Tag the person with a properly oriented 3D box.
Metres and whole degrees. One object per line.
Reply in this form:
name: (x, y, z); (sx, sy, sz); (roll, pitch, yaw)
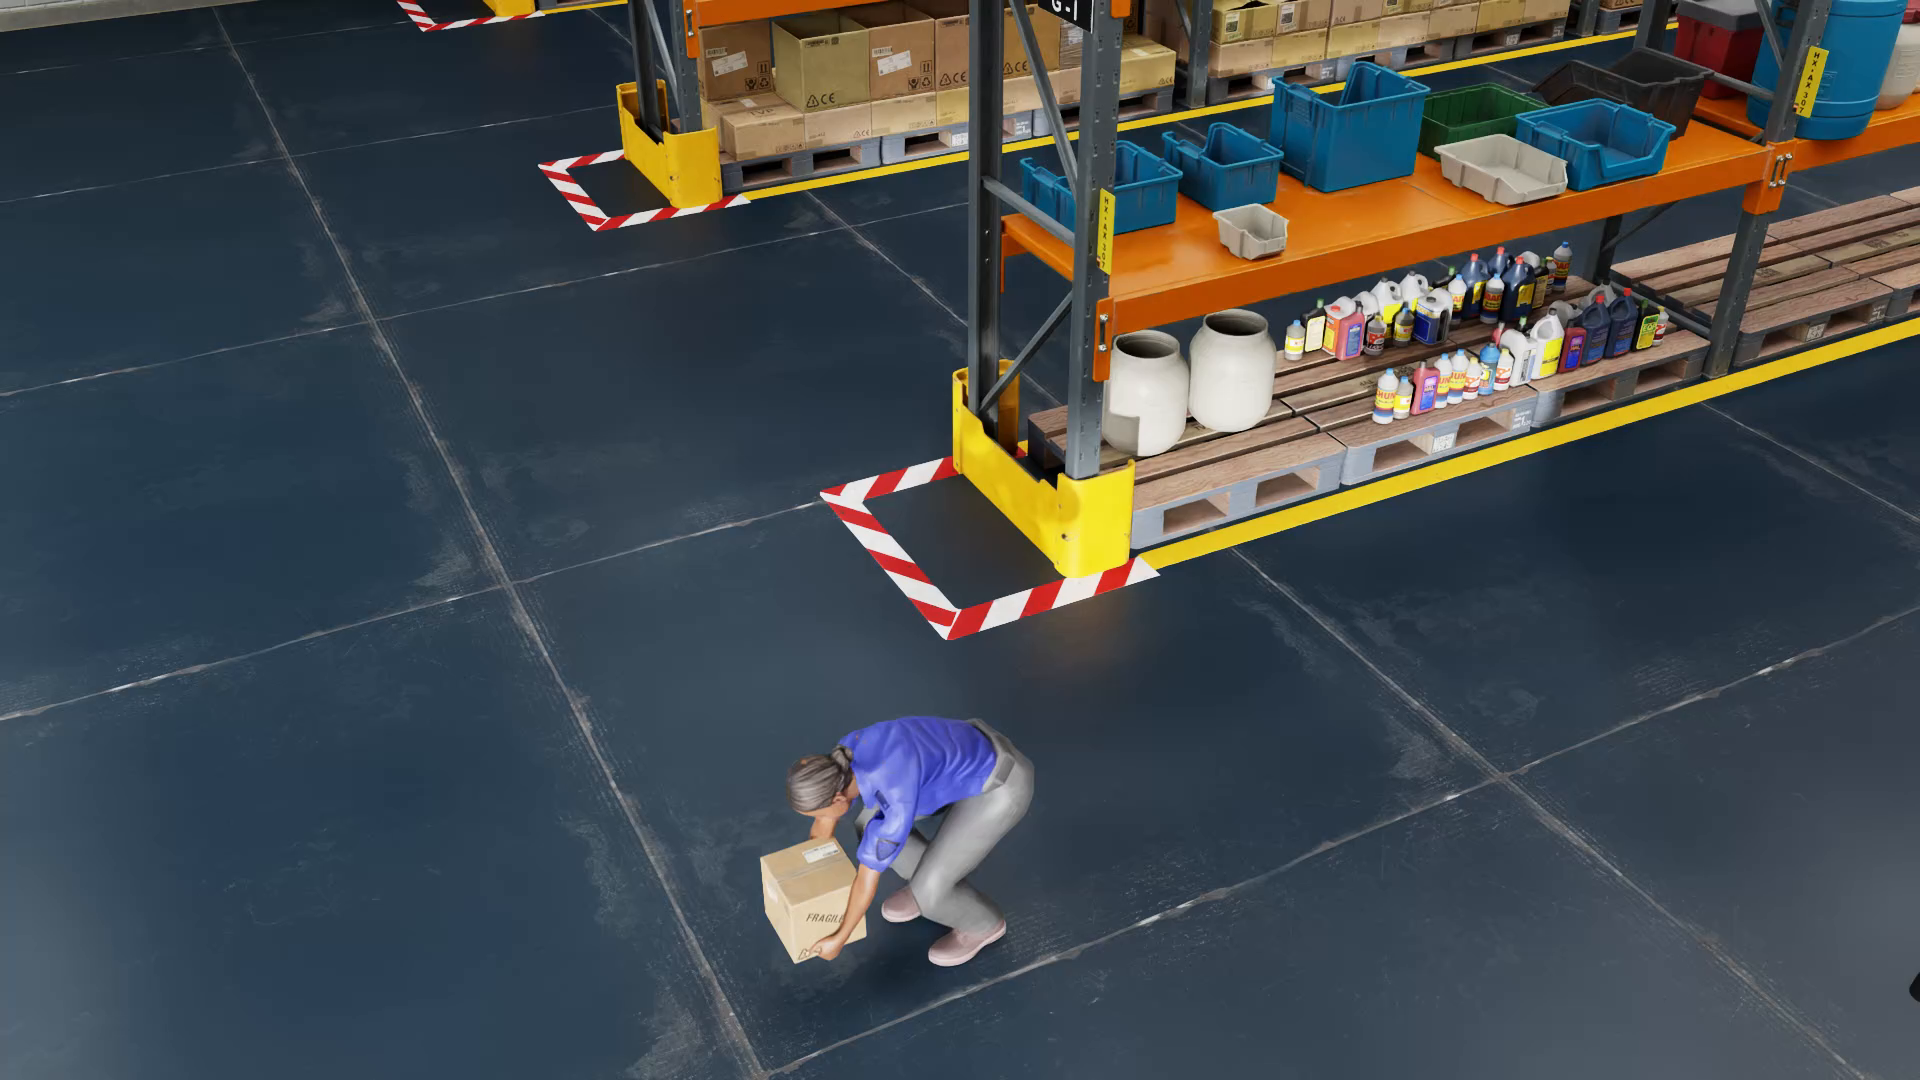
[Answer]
person: (-0.162, 0.950, 5.353); (0.857, 0.943, 0.464); (-18, 37, -25)
